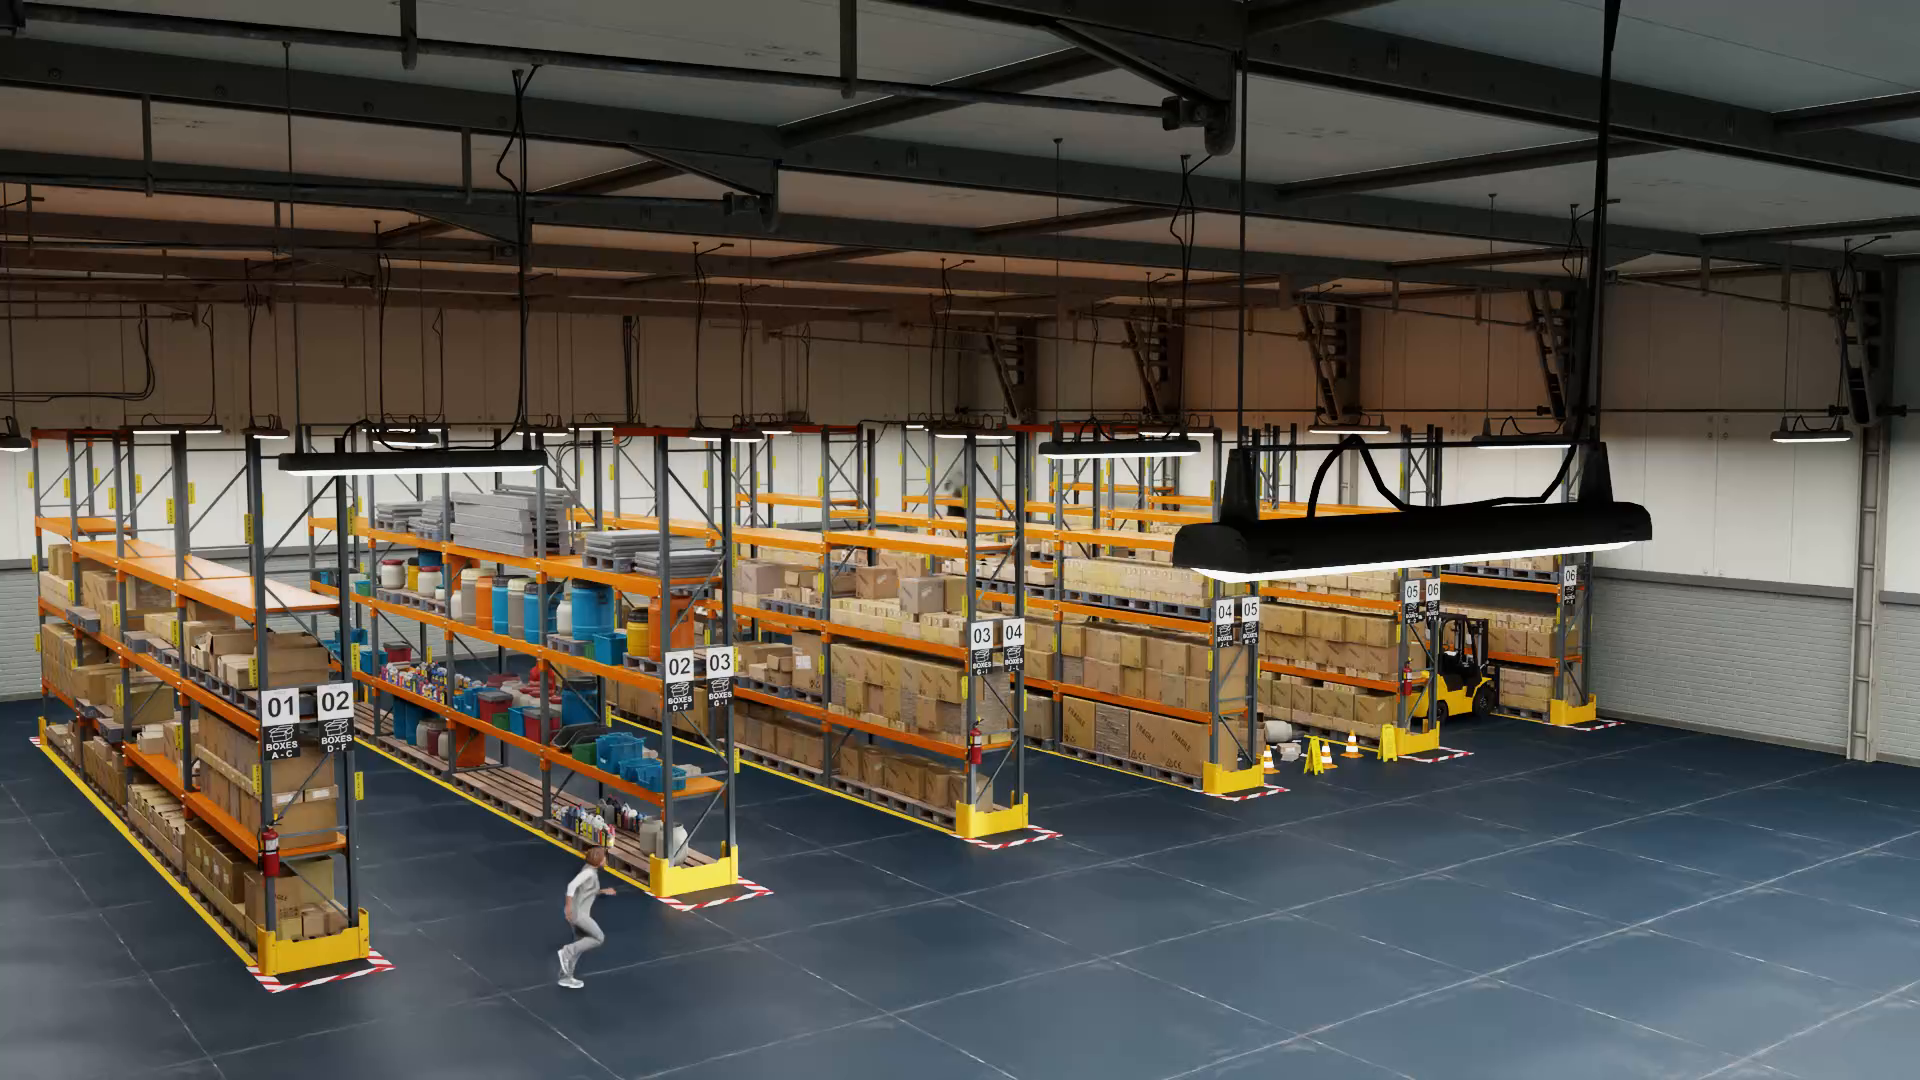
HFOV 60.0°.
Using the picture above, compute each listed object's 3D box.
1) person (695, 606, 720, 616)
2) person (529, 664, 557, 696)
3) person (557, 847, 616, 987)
[{"bbox_3d":[-6.394,2.252,41.043,0.709,1.722,0.876,4,6,44],"label":"person"},{"bbox_3d":[-7.850,2.985,31.407,0.898,1.752,0.653,4,6,40],"label":"person"},{"bbox_3d":[-4.108,4.141,18.287,0.662,1.526,0.525,-2,5,-20],"label":"person"}]
